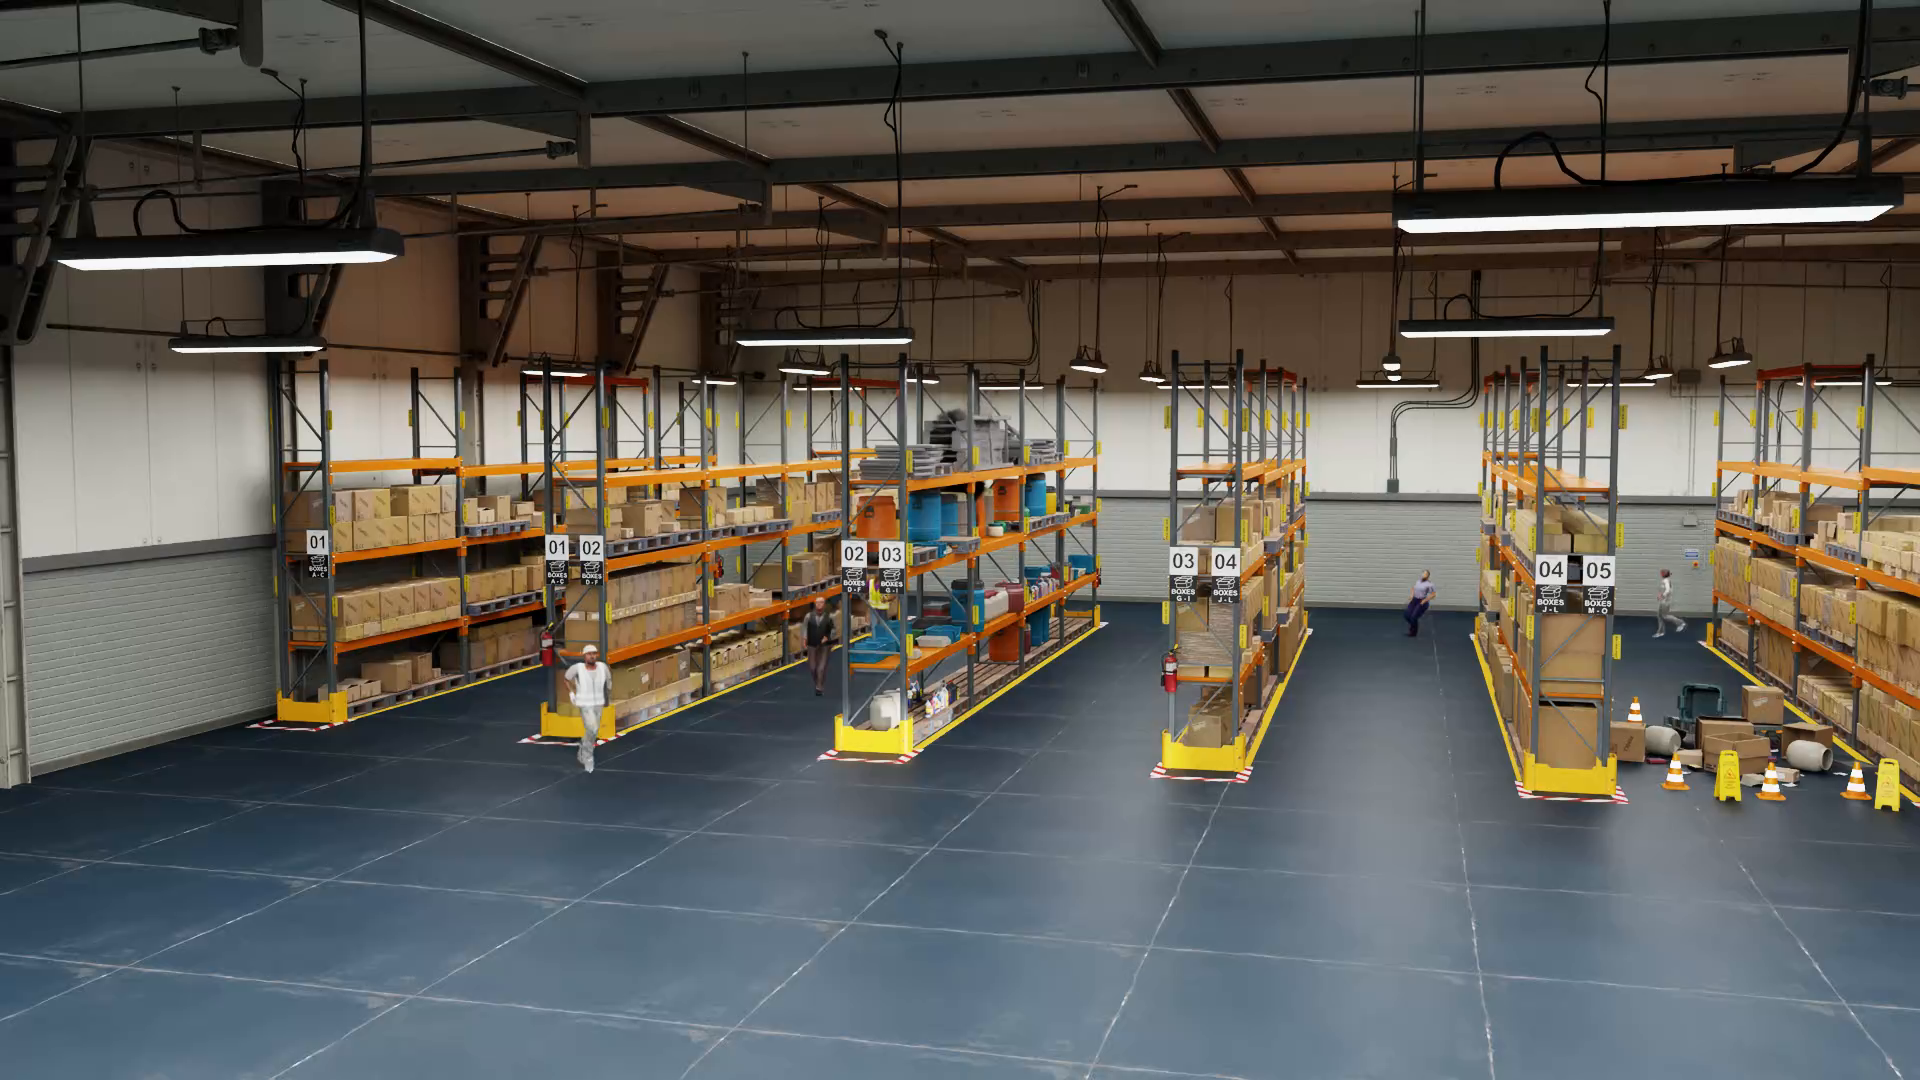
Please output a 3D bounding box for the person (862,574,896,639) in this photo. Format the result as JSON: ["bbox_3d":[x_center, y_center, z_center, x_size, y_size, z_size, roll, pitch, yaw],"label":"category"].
[{"bbox_3d":[-1.638,1.430,33.489,0.718,1.818,0.852,0,4,7],"label":"person"}]

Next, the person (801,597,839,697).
[{"bbox_3d":[-2.407,1.823,28.475,0.671,1.689,0.534,0,4,1],"label":"person"}]

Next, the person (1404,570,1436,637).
[{"bbox_3d":[10.572,1.465,38.358,0.493,1.562,0.687,-3,5,-33],"label":"person"}]

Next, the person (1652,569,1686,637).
[{"bbox_3d":[16.337,1.465,38.289,0.712,1.606,0.551,2,5,27],"label":"person"}]

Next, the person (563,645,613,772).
[{"bbox_3d":[-5.287,2.413,23.885,0.644,1.843,0.762,-4,5,-41],"label":"person"}]
